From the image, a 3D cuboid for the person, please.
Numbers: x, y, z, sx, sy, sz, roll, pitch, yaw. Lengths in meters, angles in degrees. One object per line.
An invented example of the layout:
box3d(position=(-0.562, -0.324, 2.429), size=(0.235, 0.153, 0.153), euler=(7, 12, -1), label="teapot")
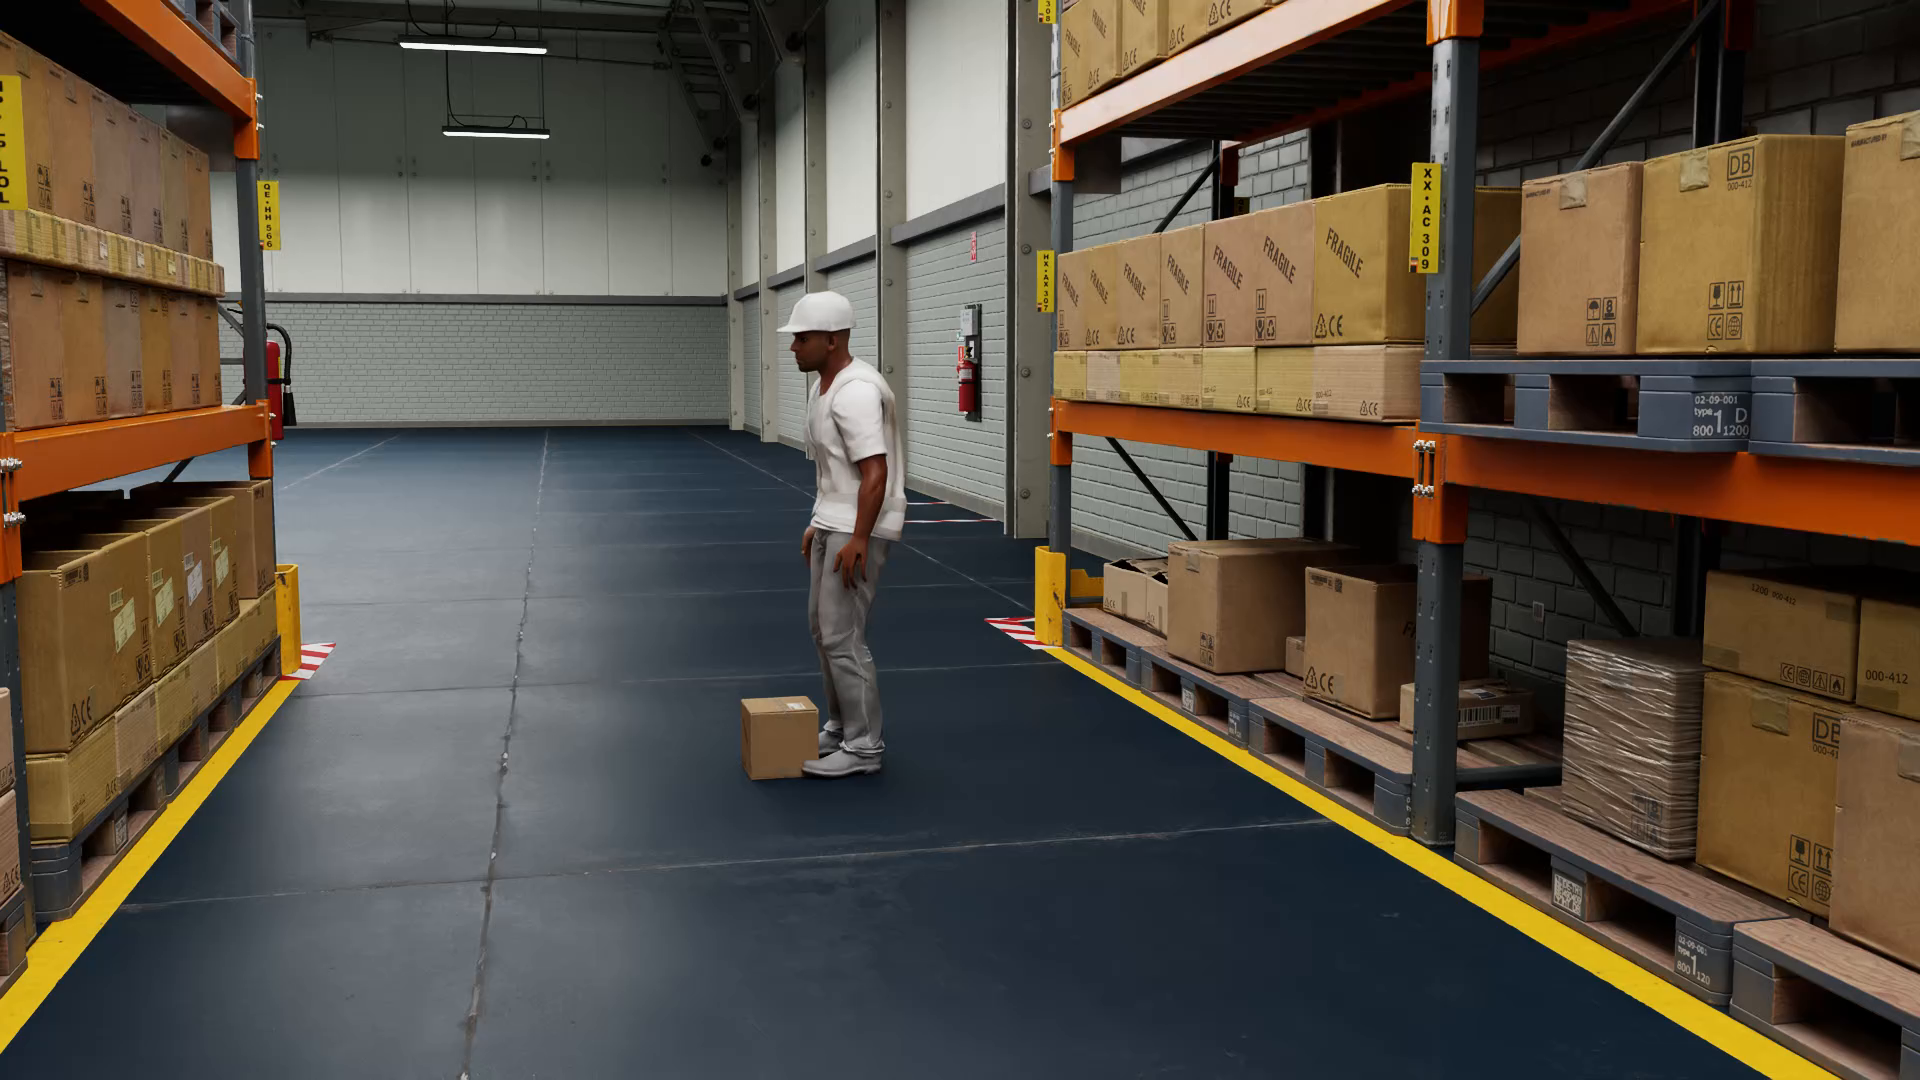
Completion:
box3d(position=(-0.442, -0.026, 6.116), size=(0.459, 1.760, 0.634), euler=(-2, 6, -17), label="person")
